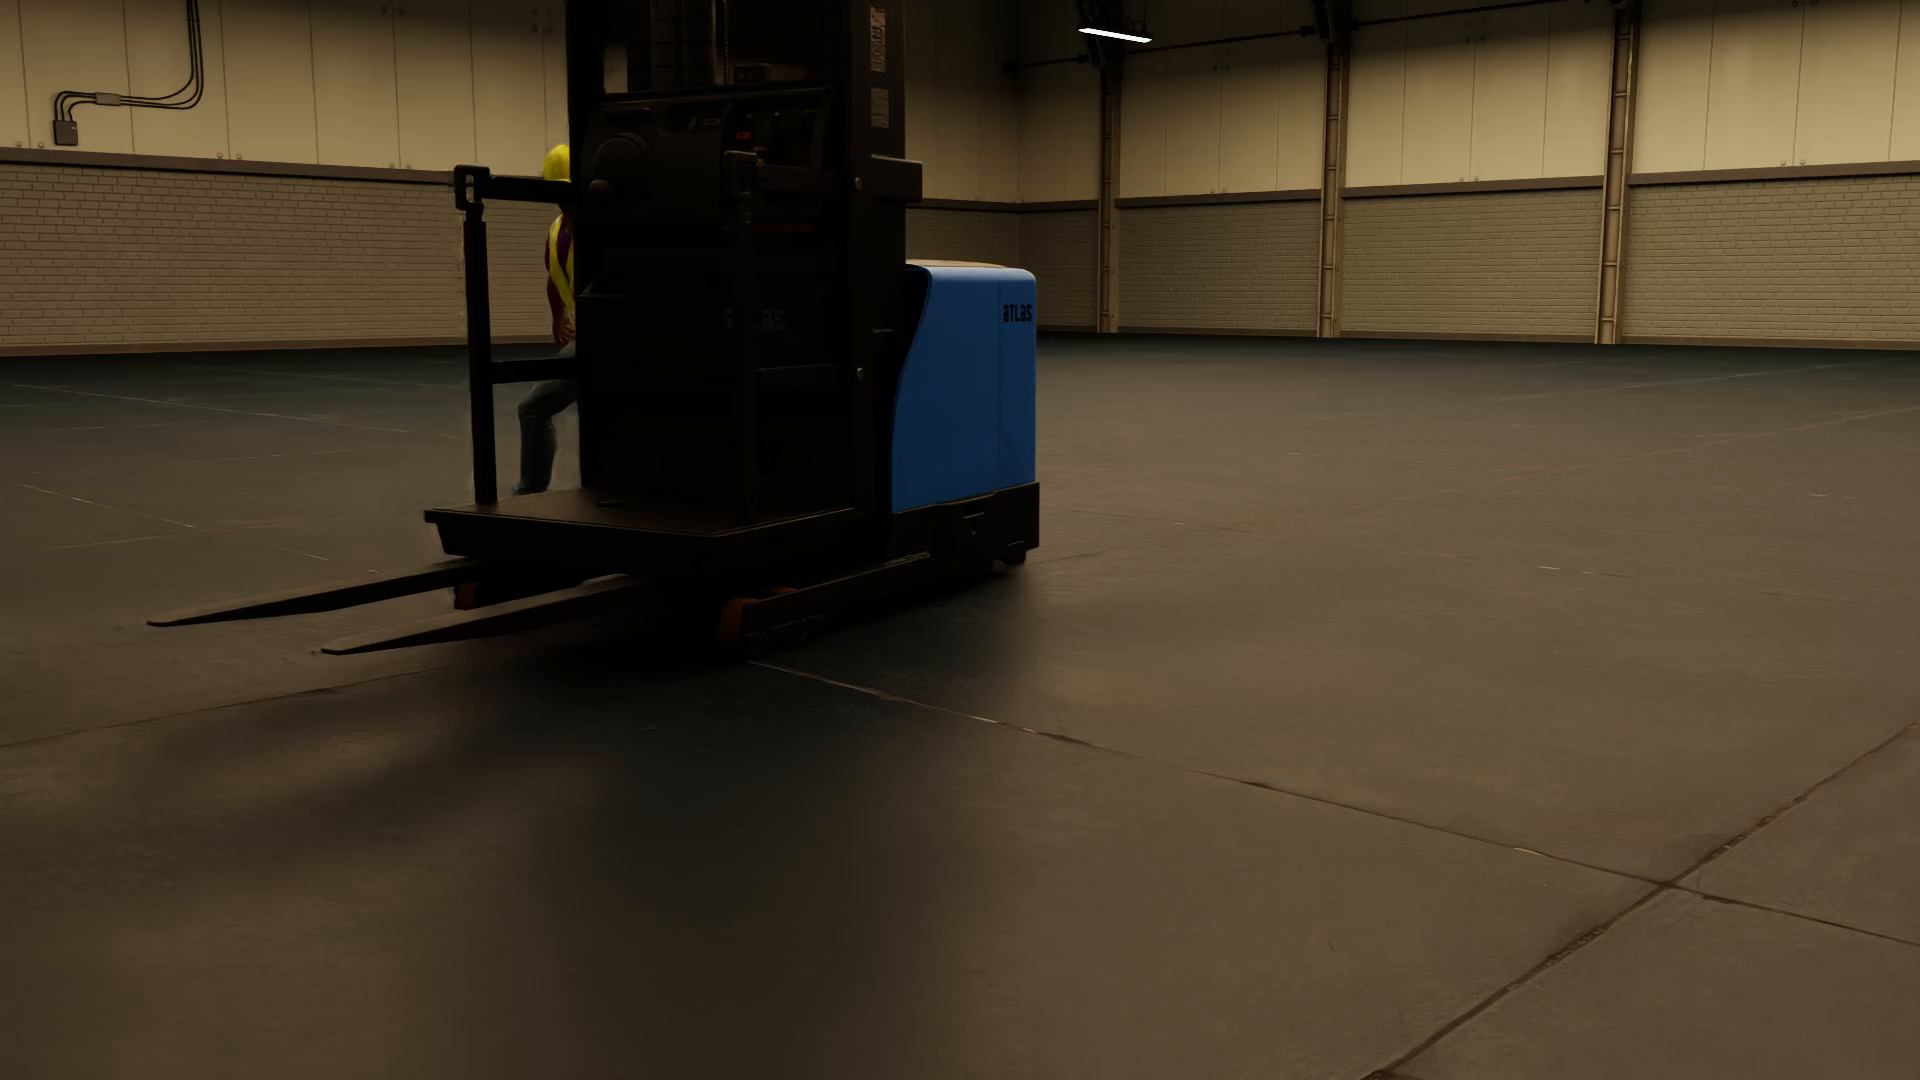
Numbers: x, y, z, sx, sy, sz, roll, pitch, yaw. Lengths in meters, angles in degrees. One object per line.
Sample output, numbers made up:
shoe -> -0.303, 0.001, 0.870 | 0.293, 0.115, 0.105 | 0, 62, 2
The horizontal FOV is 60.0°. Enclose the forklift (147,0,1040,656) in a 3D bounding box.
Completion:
forklift -> -0.882, -1.205, 4.879 | 1.130, 2.935, 3.031 | 5, 10, 30

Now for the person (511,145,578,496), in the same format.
person -> -1.618, -0.844, 7.265 | 0.547, 1.705, 1.194 | -7, 11, -40
